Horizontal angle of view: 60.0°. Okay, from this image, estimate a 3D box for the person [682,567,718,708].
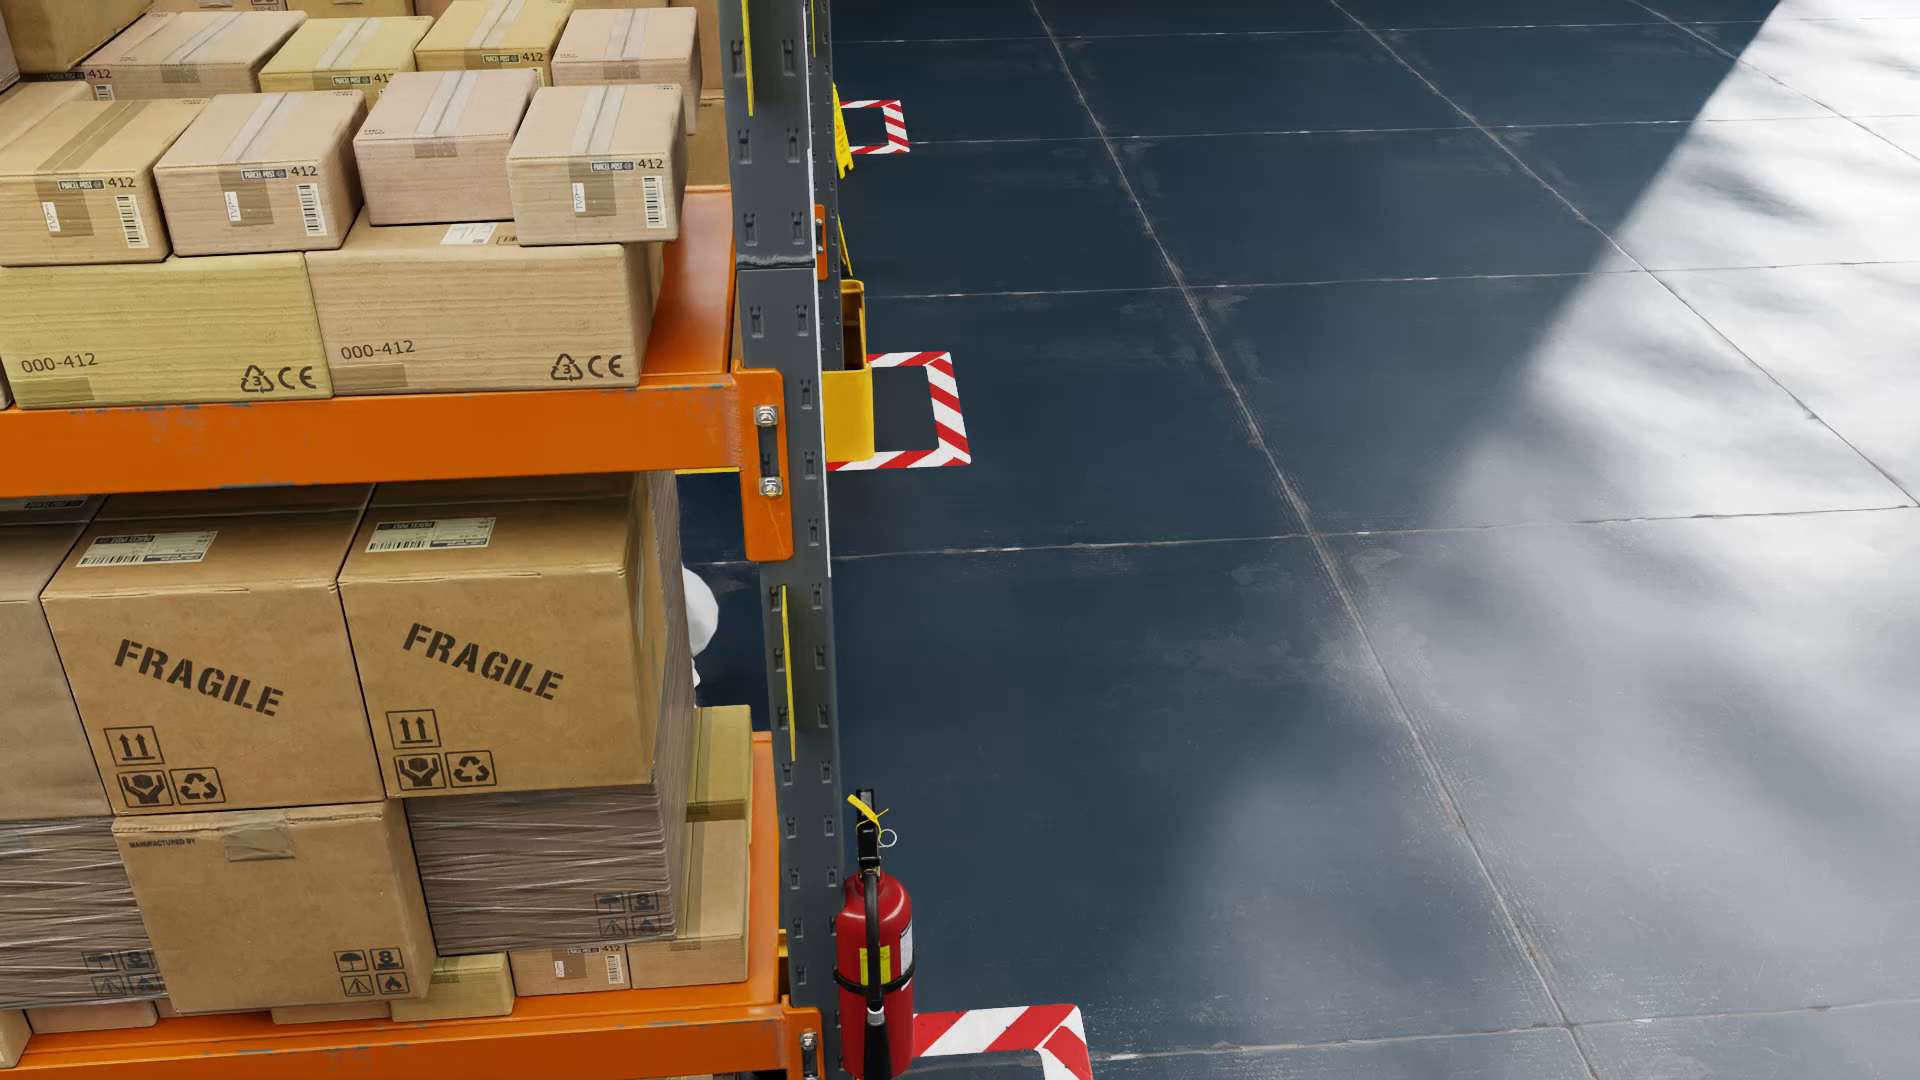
[{"bbox_3d":[-1.345,0.333,6.461,0.807,0.808,0.479,-3,31,-4],"label":"person"}]
